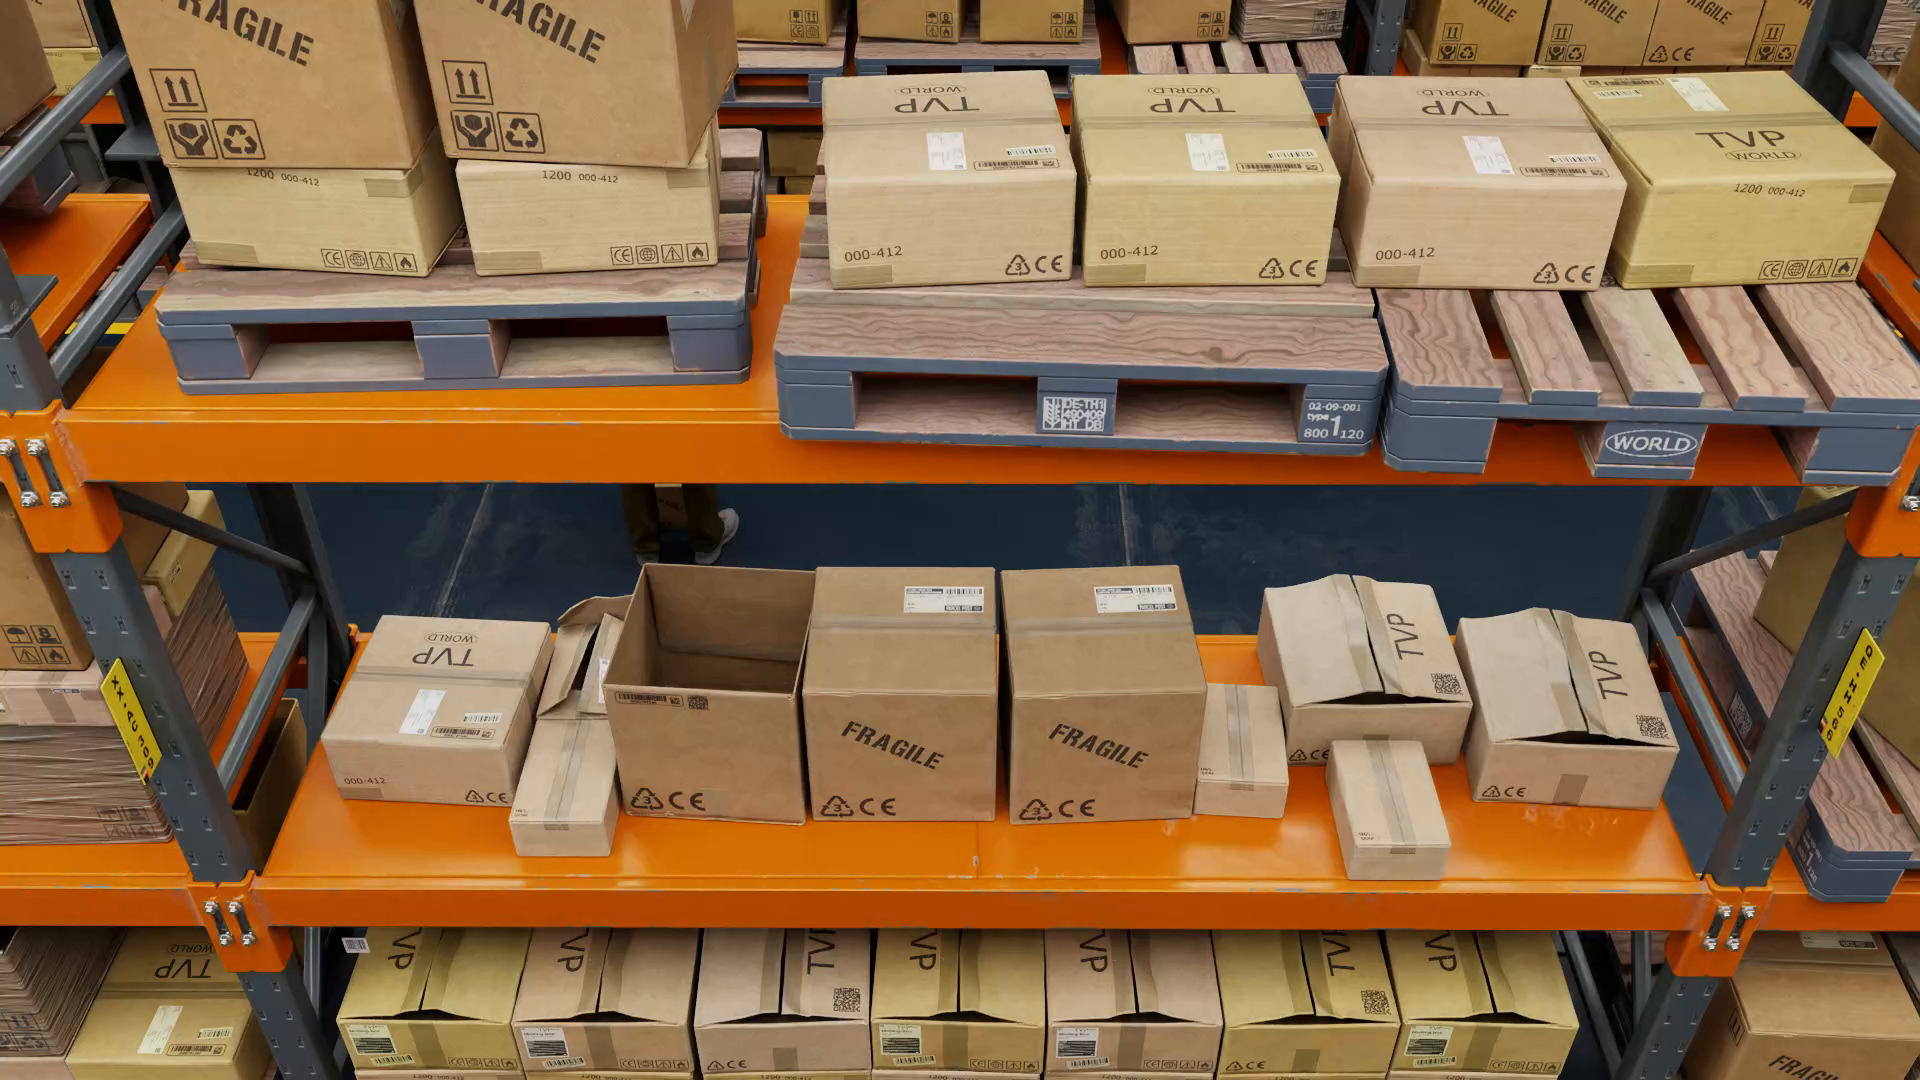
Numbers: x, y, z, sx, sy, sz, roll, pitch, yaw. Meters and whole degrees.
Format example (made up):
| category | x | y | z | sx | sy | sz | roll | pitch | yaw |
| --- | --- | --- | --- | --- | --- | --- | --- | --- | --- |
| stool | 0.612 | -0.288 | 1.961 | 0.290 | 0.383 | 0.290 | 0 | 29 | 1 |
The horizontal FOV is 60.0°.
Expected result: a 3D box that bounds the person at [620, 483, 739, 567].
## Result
| category | x | y | z | sx | sy | sz | roll | pitch | yaw |
| --- | --- | --- | --- | --- | --- | --- | --- | --- | --- |
| person | -1.311 | -0.657 | 6.977 | 0.646 | 1.772 | 0.429 | -2 | 39 | -3 |
